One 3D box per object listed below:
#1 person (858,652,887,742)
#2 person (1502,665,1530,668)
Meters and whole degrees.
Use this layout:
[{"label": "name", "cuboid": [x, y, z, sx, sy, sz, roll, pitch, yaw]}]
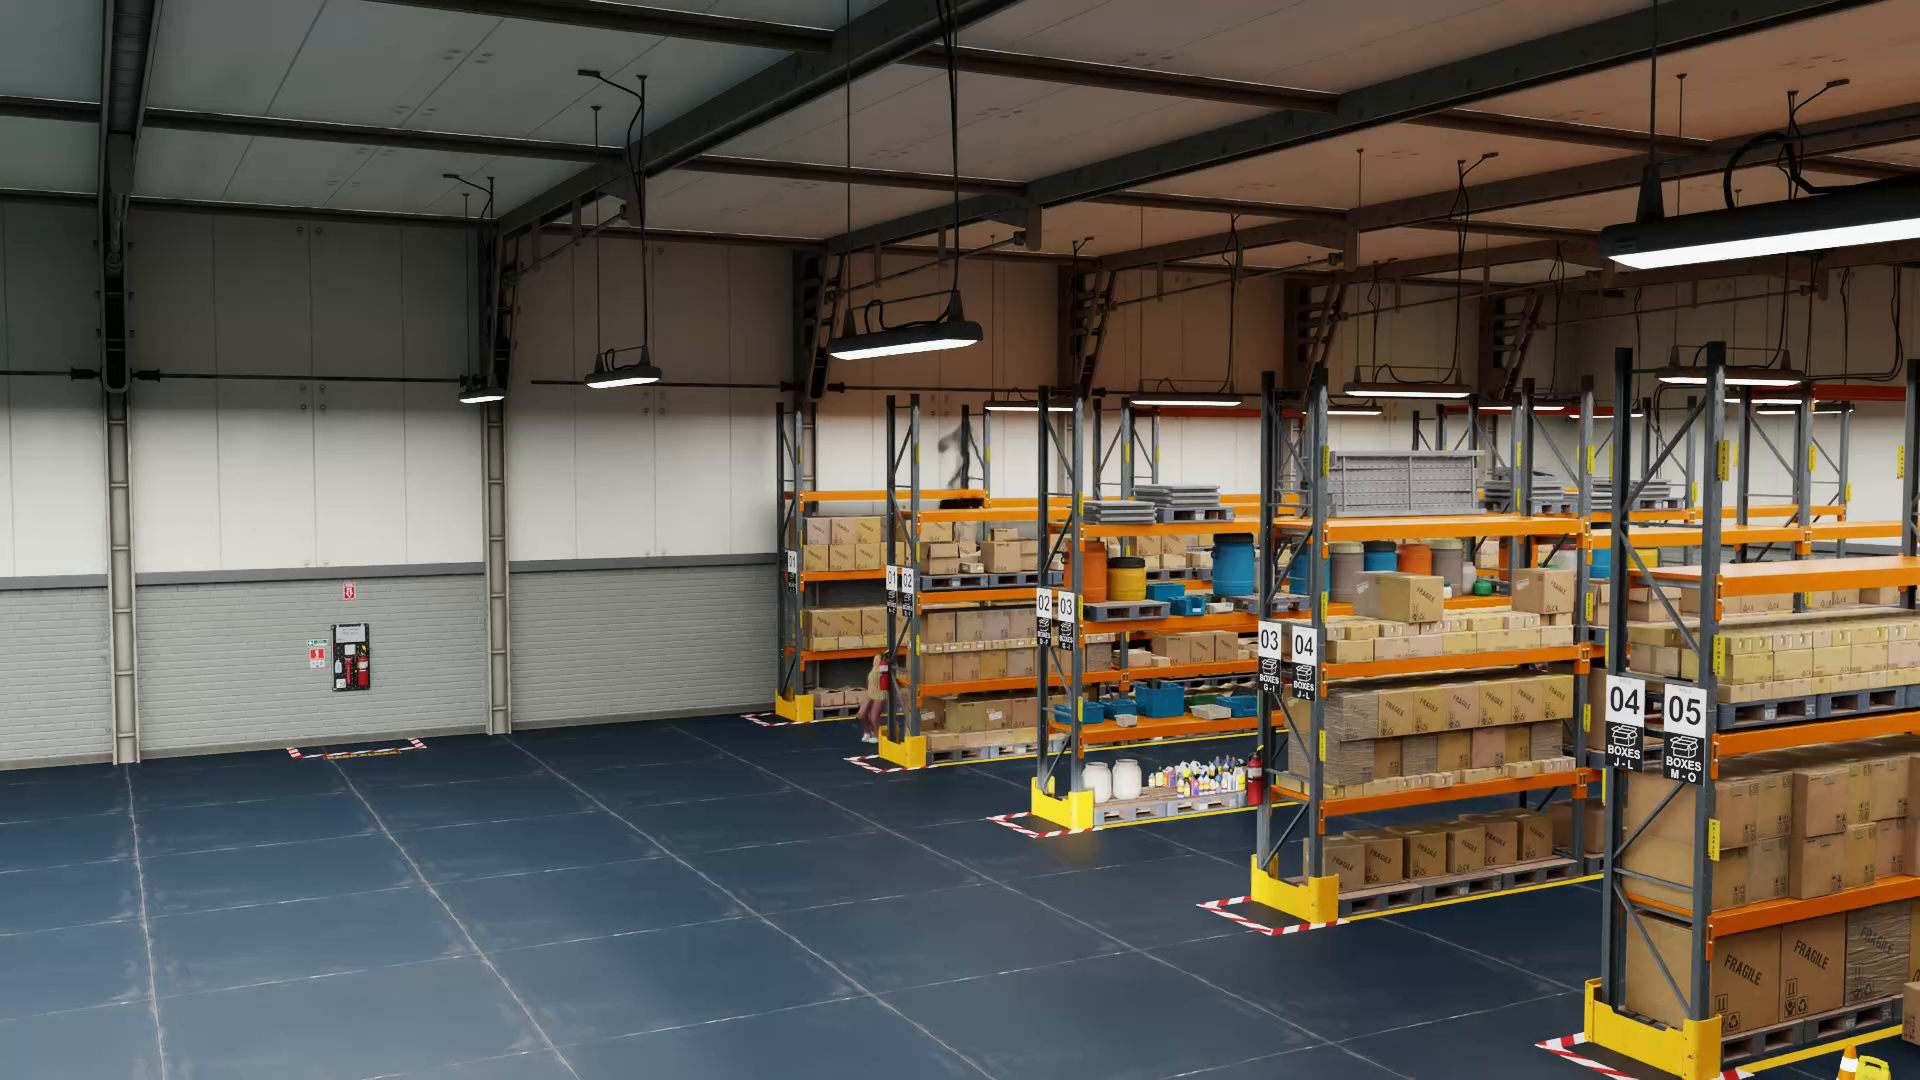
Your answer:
[{"label": "person", "cuboid": [-1.432, 2.738, 28.772, 0.649, 1.586, 0.588, 3, 4, 41]}, {"label": "person", "cuboid": [10.139, 2.633, 30.553, 0.813, 1.589, 0.545, -2, 4, -26]}]
